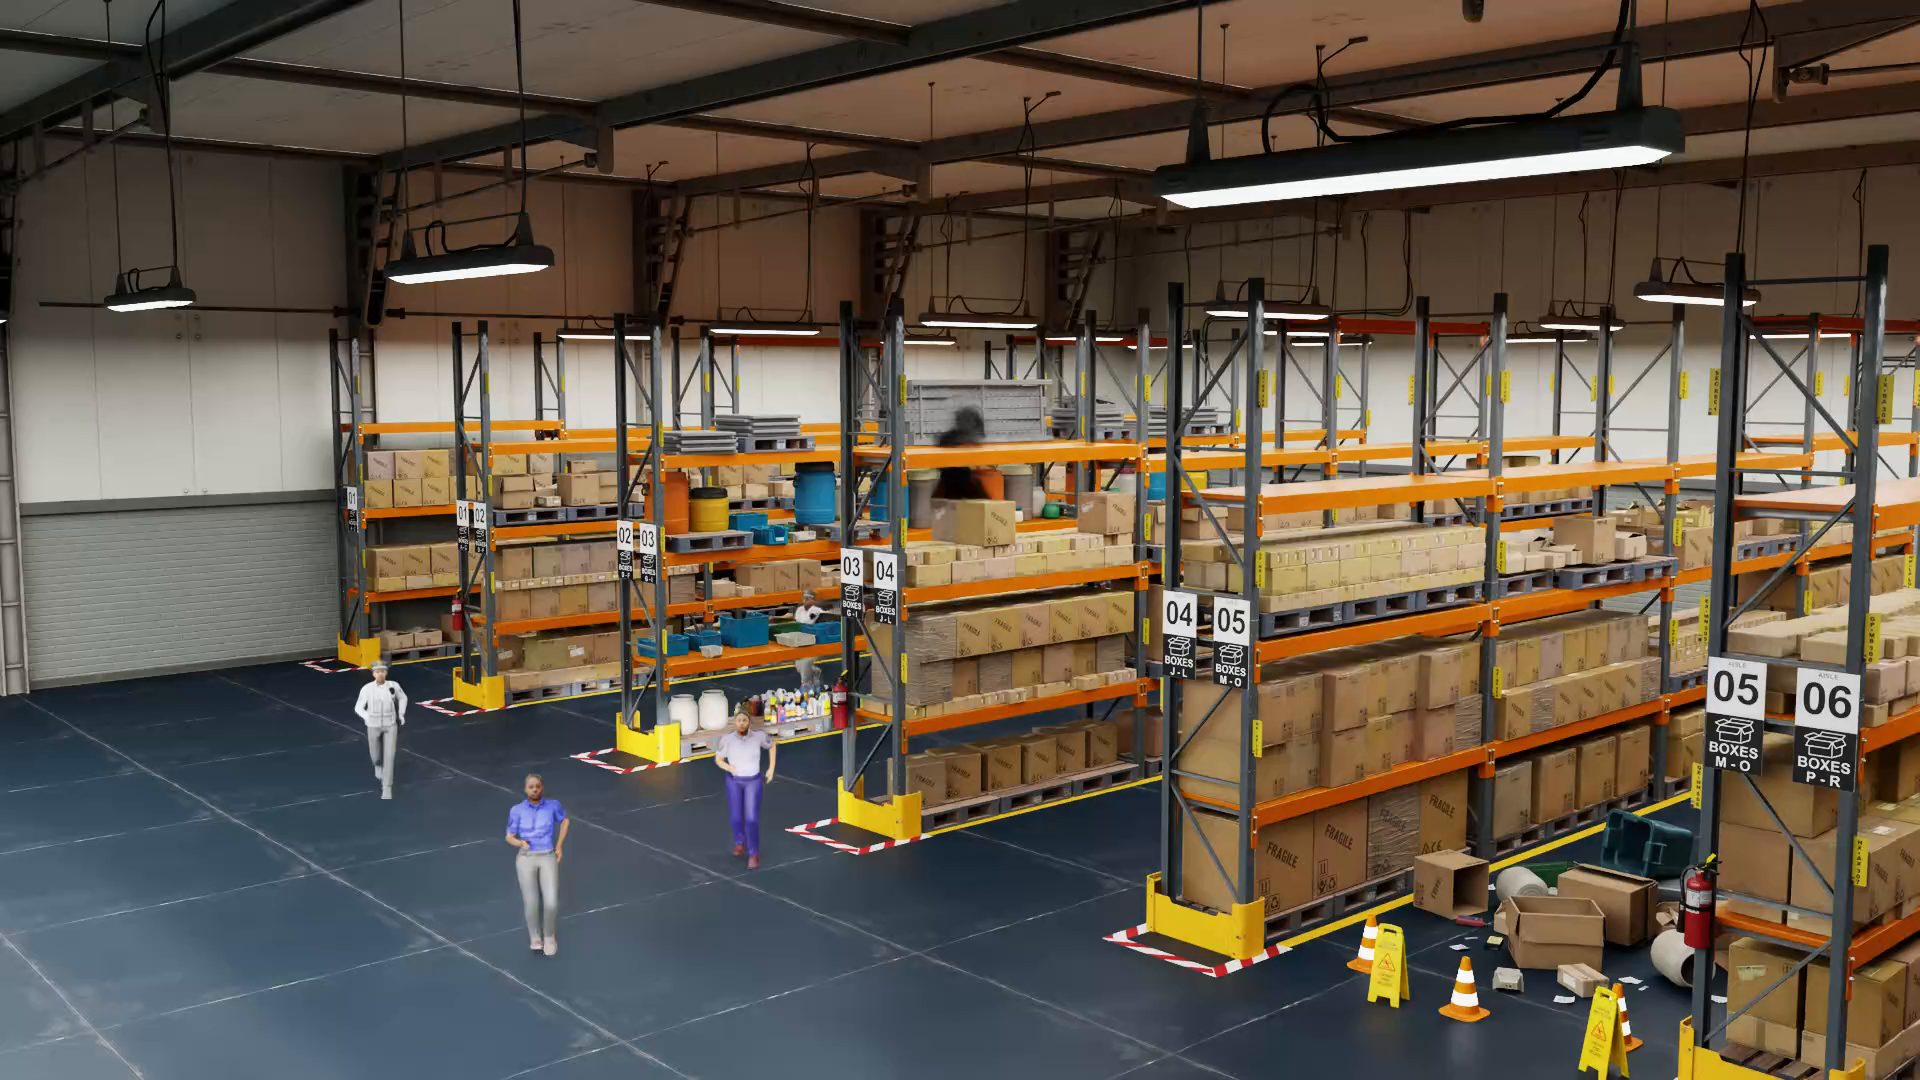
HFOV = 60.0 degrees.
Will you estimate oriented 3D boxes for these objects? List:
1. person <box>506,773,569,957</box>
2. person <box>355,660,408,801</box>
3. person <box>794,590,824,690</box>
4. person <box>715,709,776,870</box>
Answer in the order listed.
[{"bbox_3d":[-3.736,2.898,14.758,0.561,1.657,0.638,-2,6,-16],"label":"person"},{"bbox_3d":[-7.129,2.304,20.534,0.625,1.689,0.849,-2,6,-20],"label":"person"},{"bbox_3d":[-2.410,1.664,26.785,0.662,1.764,0.775,3,7,30],"label":"person"},{"bbox_3d":[-2.273,2.637,17.597,0.621,1.726,0.731,0,6,0],"label":"person"}]
